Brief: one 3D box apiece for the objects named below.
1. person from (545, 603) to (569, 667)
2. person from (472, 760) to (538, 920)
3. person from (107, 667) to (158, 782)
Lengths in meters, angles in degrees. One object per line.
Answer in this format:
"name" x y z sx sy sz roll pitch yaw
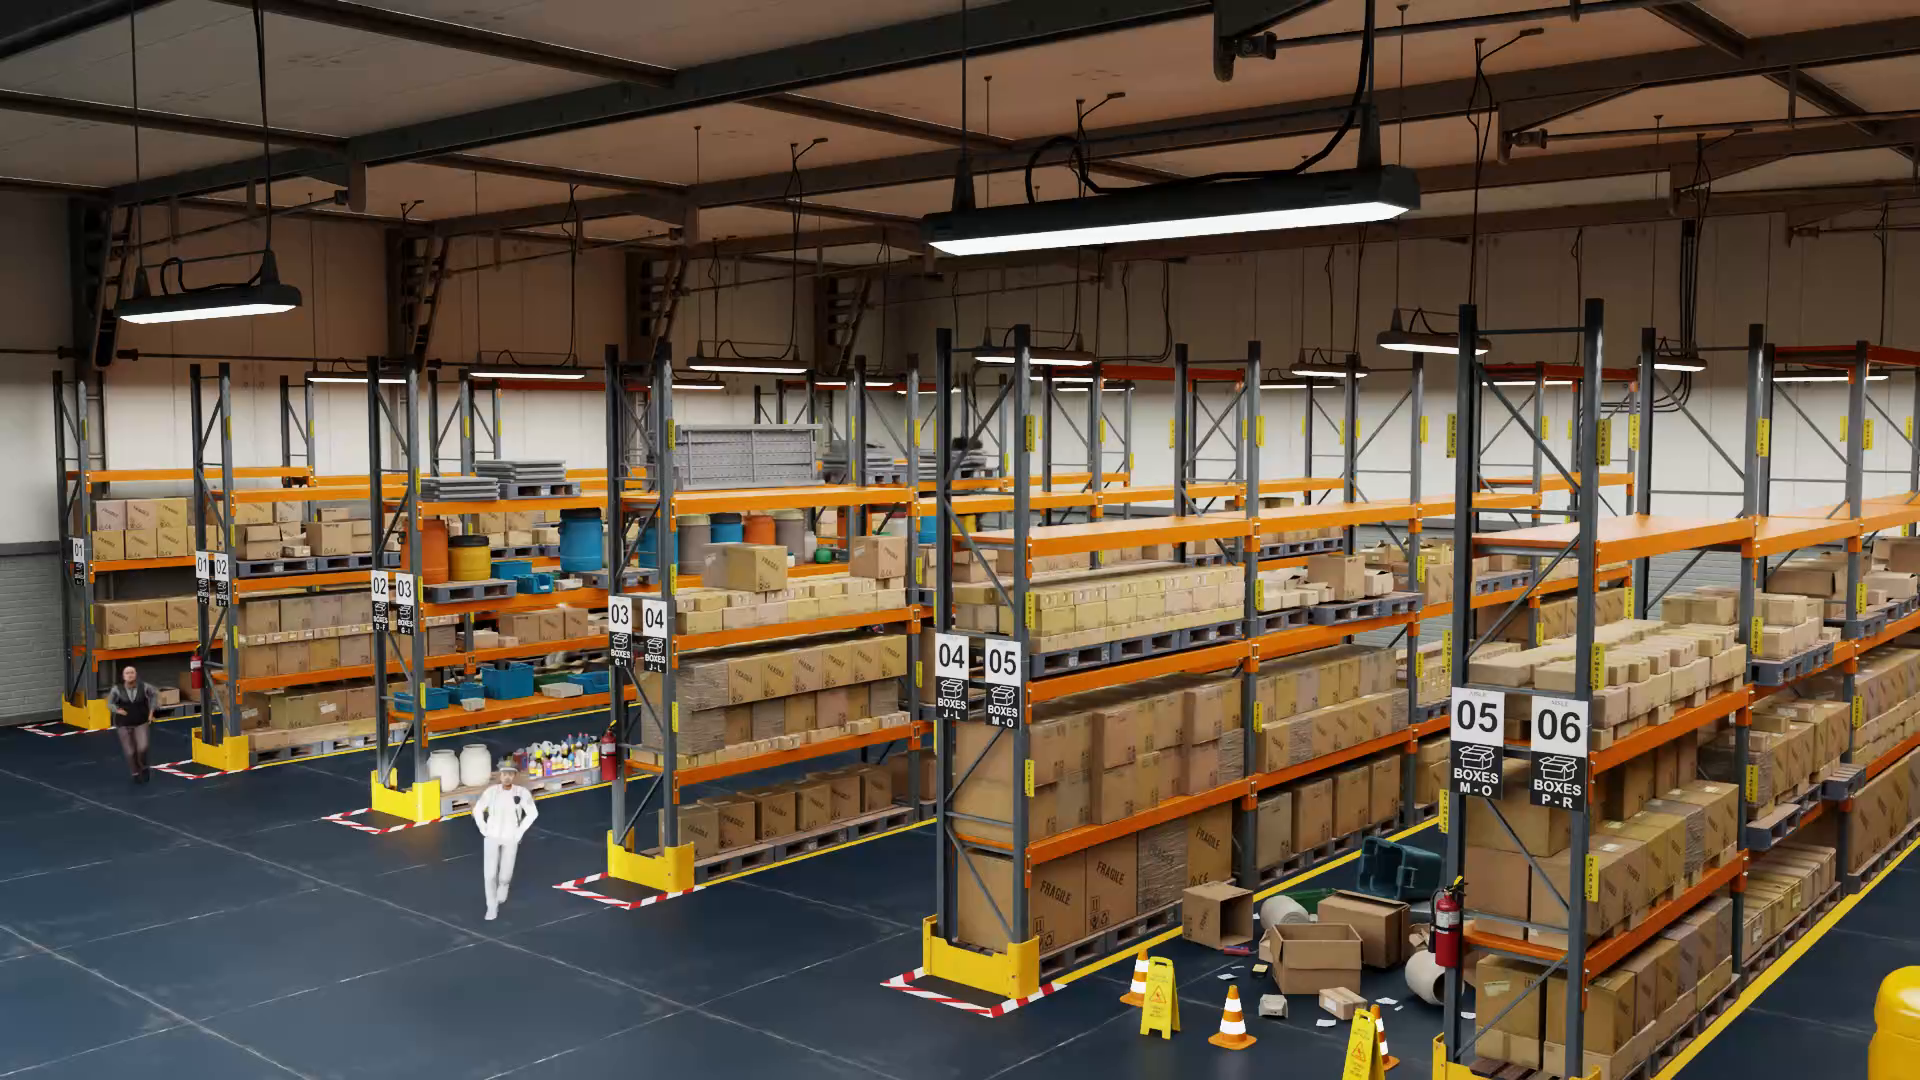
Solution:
"person" -7.532 2.040 31.346 0.657 1.740 0.597 3 5 36
"person" -4.755 3.106 17.375 0.657 1.642 0.580 0 4 -6
"person" -11.667 2.617 23.465 0.654 1.676 0.677 -2 5 -24
